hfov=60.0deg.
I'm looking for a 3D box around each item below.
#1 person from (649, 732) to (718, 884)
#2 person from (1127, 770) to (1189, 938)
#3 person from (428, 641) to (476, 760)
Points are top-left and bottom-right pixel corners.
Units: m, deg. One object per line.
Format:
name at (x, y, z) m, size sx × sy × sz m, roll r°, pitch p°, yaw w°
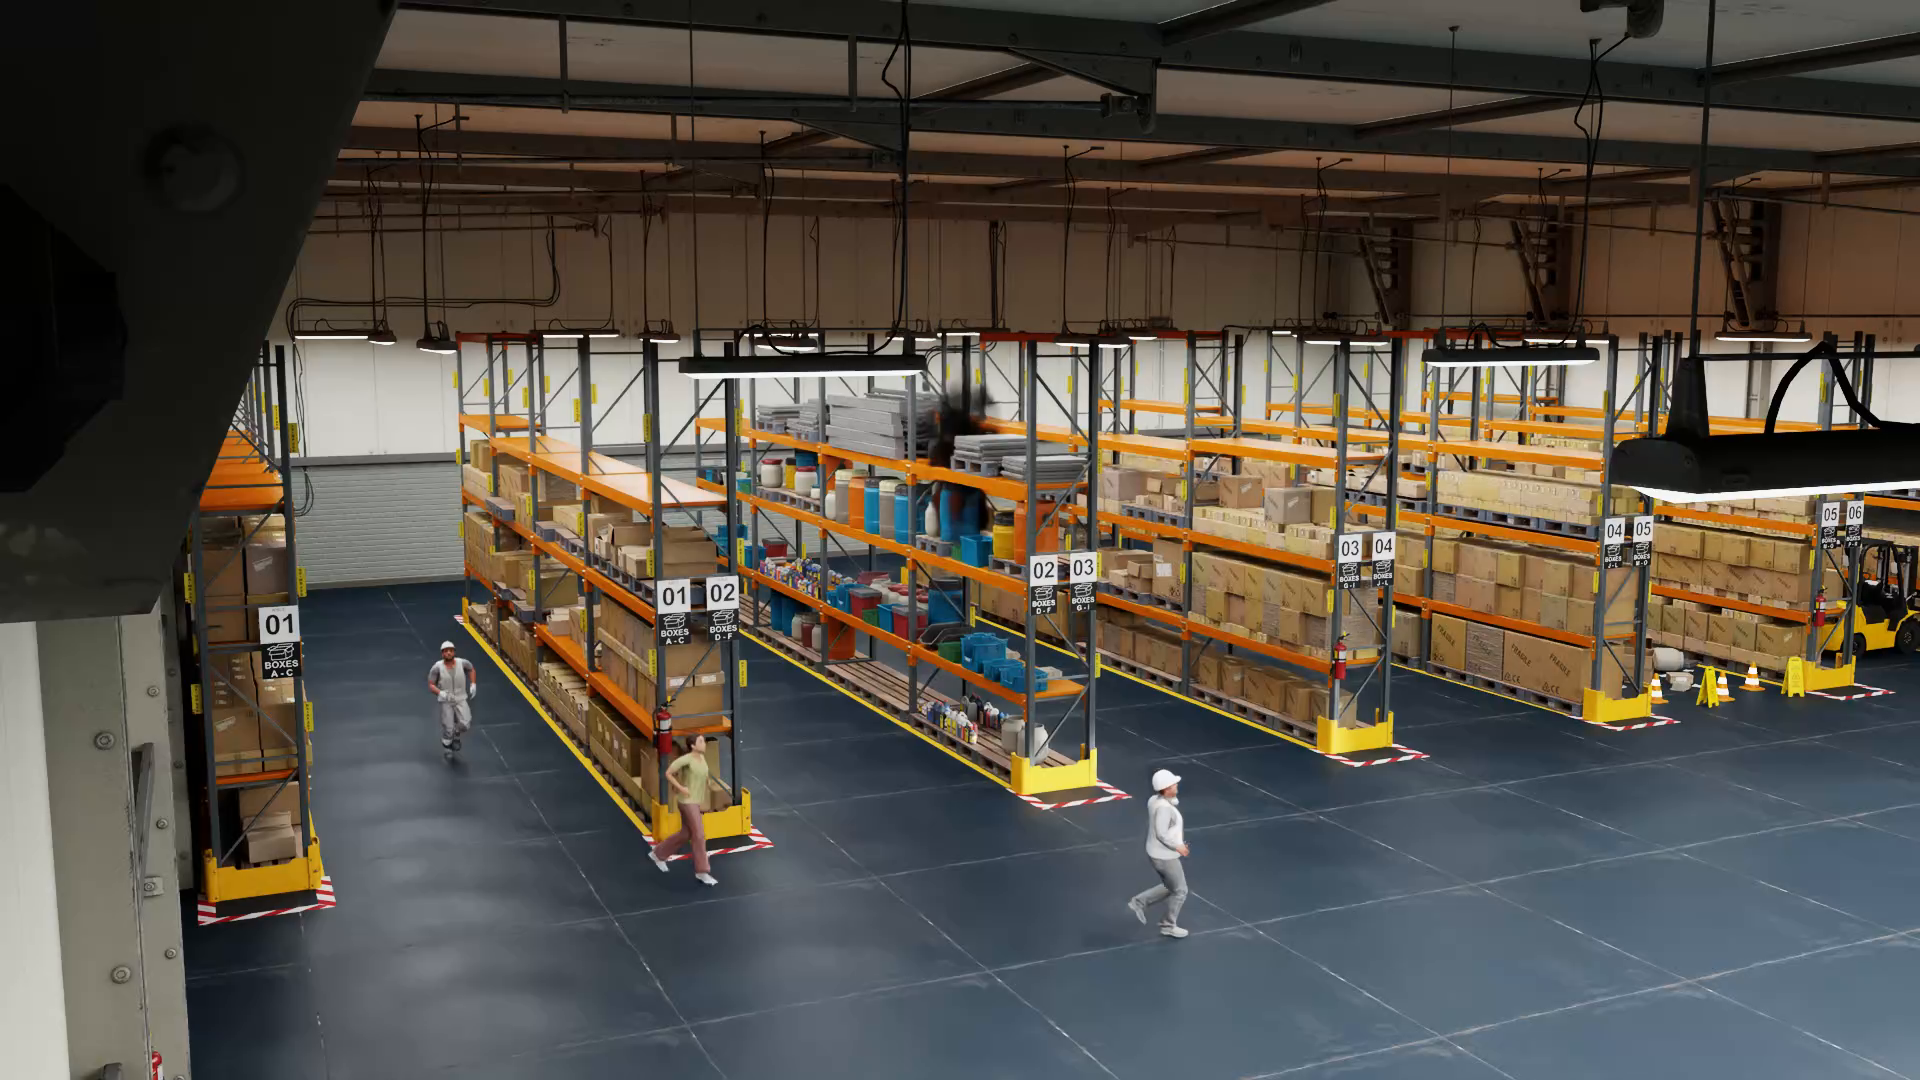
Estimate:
person at (-3.066, 2.998, 18.878) m, size 0.893 × 1.683 × 0.593 m, roll 3°, pitch 8°, yaw 19°
person at (2.039, 3.199, 16.950) m, size 0.618 × 1.745 × 0.670 m, roll 0°, pitch 8°, yaw -4°
person at (-7.182, 2.293, 23.618) m, size 0.693 × 1.737 × 0.699 m, roll -4°, pitch 9°, yaw -26°
